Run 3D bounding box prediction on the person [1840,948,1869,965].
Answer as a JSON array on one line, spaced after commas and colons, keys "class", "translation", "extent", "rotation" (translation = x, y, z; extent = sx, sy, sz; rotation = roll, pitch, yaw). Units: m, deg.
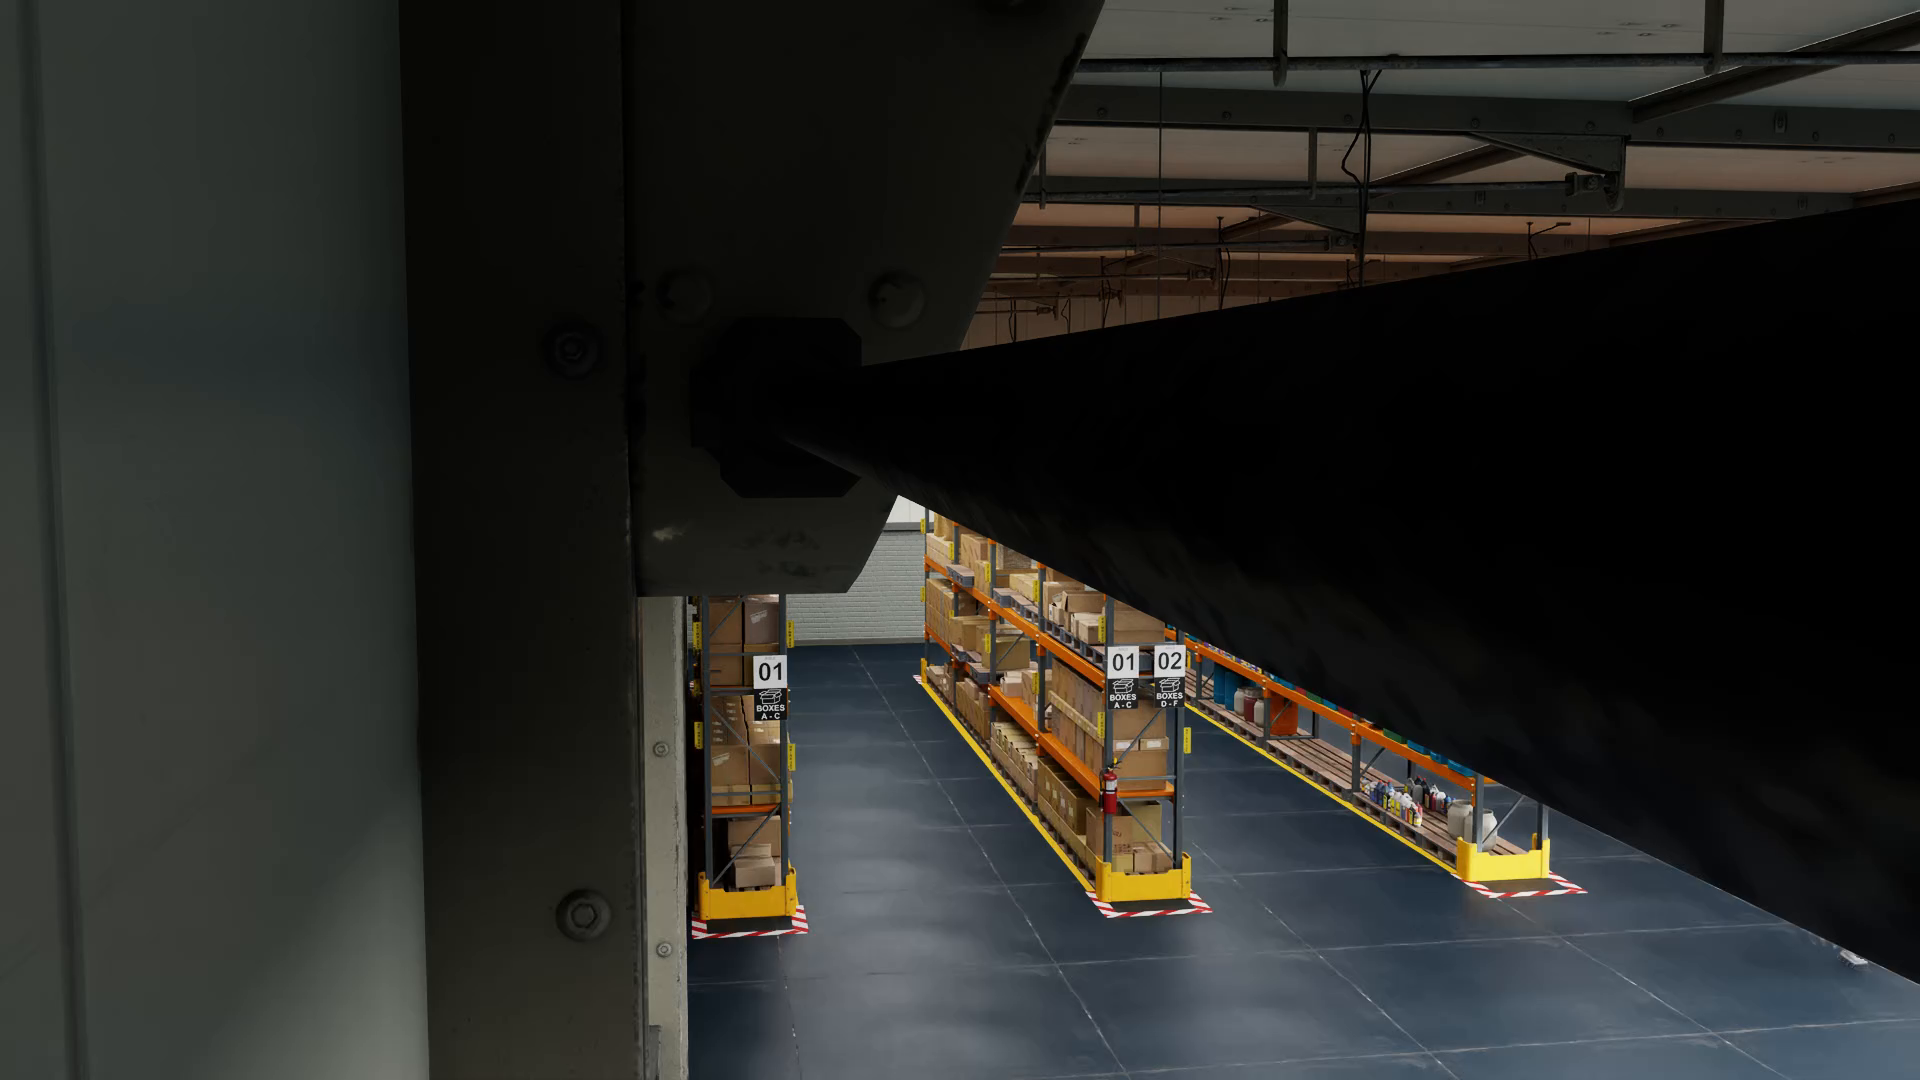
[{"class": "person", "translation": [10.123, 3.887, 18.216], "extent": [0.795, 1.688, 0.640], "rotation": [2, 5, 24]}]
